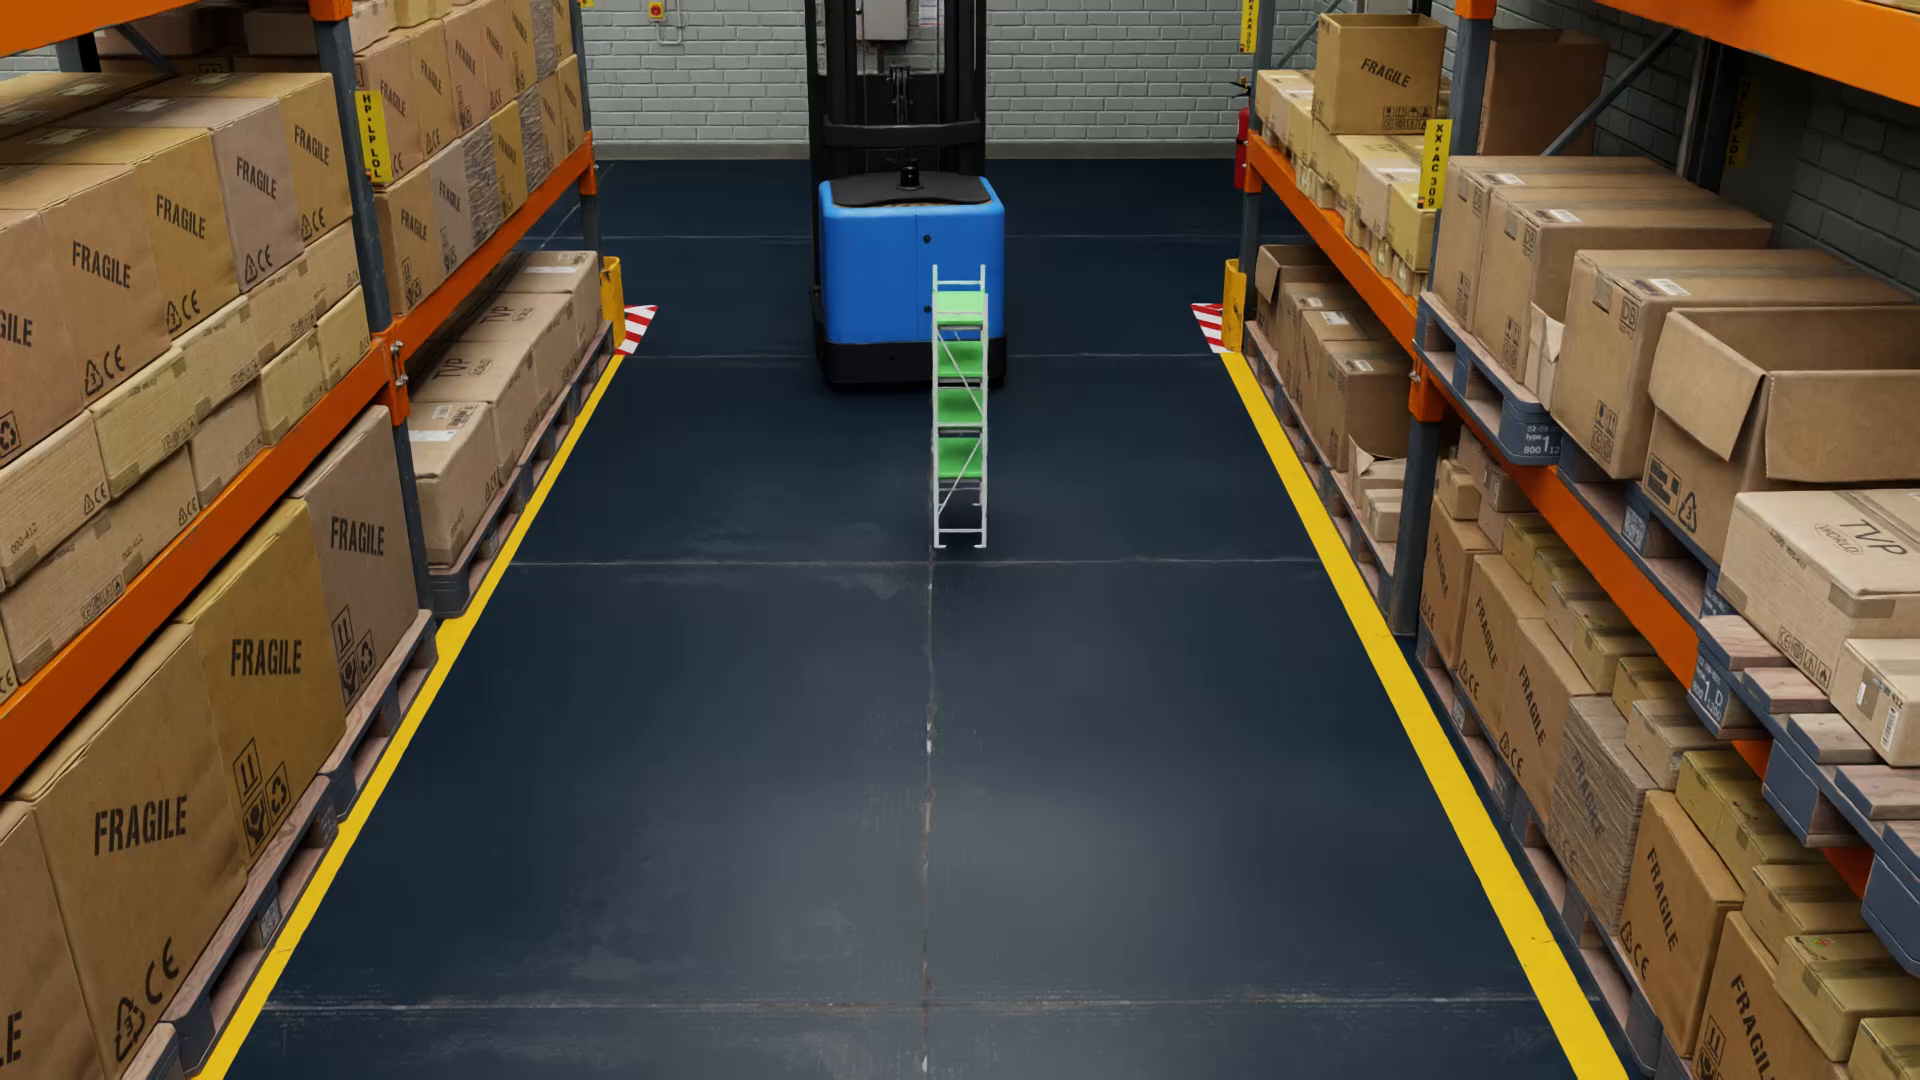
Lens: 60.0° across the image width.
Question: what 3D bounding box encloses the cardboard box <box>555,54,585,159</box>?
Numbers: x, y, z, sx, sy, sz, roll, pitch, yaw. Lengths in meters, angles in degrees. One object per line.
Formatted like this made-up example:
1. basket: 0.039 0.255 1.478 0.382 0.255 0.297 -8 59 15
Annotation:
1. cardboard box: -2.448 -2.463 9.433 0.500 0.500 0.500 0 24 0

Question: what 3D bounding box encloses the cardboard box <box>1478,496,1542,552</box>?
1. cardboard box: 2.107 -0.075 6.013 0.380 0.149 0.250 -1 24 -2

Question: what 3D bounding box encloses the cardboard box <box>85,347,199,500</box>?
1. cardboard box: -2.380 -0.315 4.381 0.500 0.250 0.500 0 24 0

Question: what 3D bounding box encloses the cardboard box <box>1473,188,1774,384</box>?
1. cardboard box: 2.076 -0.813 5.277 0.700 0.500 0.500 0 24 0

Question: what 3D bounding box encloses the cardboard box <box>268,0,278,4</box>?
1. cardboard box: -2.883 -2.100 6.632 0.380 0.149 0.250 0 24 0

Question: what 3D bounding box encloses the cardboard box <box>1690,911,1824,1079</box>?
1. cardboard box: 2.118 1.226 3.923 0.500 0.500 0.500 -1 24 -1

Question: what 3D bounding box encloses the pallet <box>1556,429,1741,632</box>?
1. pallet: 2.307 -0.056 4.466 1.003 0.211 1.213 0 24 -1

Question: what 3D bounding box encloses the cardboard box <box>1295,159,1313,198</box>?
1. cardboard box: 1.939 -1.856 8.519 0.380 0.149 0.250 -1 24 -2

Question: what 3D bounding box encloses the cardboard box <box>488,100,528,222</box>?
1. cardboard box: -2.424 -1.831 8.037 0.500 0.500 0.500 0 24 1

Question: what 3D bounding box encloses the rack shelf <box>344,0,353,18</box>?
1. rack shelf: -2.696 -2.829 7.599 1.077 0.370 4.000 0 24 -1

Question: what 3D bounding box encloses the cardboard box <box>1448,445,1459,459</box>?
1. cardboard box: 2.513 -0.334 7.799 0.380 0.149 0.250 -1 24 -1

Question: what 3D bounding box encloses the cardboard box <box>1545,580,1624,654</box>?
1. cardboard box: 2.103 0.246 5.302 0.380 0.149 0.250 0 24 -1

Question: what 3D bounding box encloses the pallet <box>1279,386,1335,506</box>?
1. pallet: 2.266 -0.506 8.614 1.003 0.211 1.213 0 24 -1

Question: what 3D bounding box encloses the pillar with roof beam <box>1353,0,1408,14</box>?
1. pillar with roof beam: -1.188 -6.468 11.130 9.100 9.000 0.400 0 24 -1

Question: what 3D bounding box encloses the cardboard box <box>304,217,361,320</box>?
1. cardboard box: -2.427 -0.945 5.775 0.500 0.250 0.500 0 24 -1

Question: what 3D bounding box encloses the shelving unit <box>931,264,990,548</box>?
1. shelving unit: -0.002 -0.615 7.654 0.258 1.200 0.503 0 24 -1

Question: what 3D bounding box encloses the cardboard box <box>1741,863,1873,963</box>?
1. cardboard box: 2.081 0.887 3.886 0.380 0.149 0.250 -1 24 -2

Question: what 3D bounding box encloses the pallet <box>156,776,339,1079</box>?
1. pallet: -2.575 1.126 5.005 1.003 0.211 1.213 0 24 -1

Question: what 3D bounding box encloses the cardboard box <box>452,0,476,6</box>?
1. cardboard box: -2.416 -2.522 7.564 0.380 0.149 0.250 0 24 0

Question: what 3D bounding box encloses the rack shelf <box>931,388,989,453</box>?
1. rack shelf: -0.002 -0.557 7.680 0.258 0.148 0.480 0 24 -1

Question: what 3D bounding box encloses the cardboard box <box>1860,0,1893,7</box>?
1. cardboard box: 2.072 -1.264 3.447 0.500 0.250 0.500 0 24 -1

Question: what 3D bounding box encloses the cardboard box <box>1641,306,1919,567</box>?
1. cardboard box: 2.130 -0.252 4.032 0.797 0.503 0.637 -1 24 -2

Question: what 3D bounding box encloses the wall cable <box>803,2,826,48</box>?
1. wall cable: -1.385 -5.412 14.843 0.588 1.984 0.122 0 24 -1

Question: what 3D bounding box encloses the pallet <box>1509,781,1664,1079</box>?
1. pallet: 2.352 1.119 5.019 1.003 0.211 1.213 0 24 -1

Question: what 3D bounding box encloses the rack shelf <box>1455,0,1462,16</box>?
1. rack shelf: 2.267 -2.853 7.652 1.077 0.370 4.000 0 24 -1

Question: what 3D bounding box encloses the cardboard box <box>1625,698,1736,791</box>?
1. cardboard box: 2.087 0.561 4.606 0.380 0.149 0.250 -1 24 -3

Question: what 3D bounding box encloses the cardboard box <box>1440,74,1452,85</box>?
1. cardboard box: 2.515 -2.517 9.497 0.500 0.250 0.500 0 24 1

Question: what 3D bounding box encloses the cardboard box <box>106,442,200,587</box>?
1. cardboard box: -2.417 -0.084 4.477 0.500 0.250 0.500 0 24 -1

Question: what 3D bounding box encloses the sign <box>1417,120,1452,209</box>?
1. sign: 1.746 -1.379 6.108 0.100 0.325 0.005 0 24 -1

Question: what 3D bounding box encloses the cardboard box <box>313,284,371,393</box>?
1. cardboard box: -2.418 -0.714 5.871 0.500 0.250 0.500 -1 24 -2

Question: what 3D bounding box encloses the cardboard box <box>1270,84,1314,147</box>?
1. cardboard box: 1.986 -2.310 9.038 0.500 0.250 0.500 0 24 0

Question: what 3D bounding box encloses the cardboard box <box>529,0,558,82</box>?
1. cardboard box: -2.440 -2.703 8.751 0.500 0.500 0.500 0 24 0

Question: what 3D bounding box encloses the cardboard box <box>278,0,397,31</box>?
1. cardboard box: -2.482 -2.105 6.642 0.380 0.149 0.250 -1 24 -1

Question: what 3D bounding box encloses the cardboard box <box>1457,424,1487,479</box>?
1. cardboard box: 2.087 -0.325 6.204 0.380 0.149 0.250 -1 24 -1

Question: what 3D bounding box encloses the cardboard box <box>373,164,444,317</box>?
1. cardboard box: -2.418 -1.206 6.656 0.500 0.500 0.500 1 24 1

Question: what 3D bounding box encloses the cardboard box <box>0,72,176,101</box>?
1. cardboard box: -2.957 -1.285 5.616 0.500 0.500 0.500 0 24 0

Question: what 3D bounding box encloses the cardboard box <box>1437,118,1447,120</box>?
1. cardboard box: 2.526 -1.885 8.099 0.500 0.250 0.500 0 24 -1

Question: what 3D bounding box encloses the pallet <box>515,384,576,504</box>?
1. pallet: -2.621 -0.513 8.629 1.003 0.211 1.213 0 24 -1

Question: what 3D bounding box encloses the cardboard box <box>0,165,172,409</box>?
1. cardboard box: -2.399 -0.649 4.210 0.500 0.500 0.500 0 24 0

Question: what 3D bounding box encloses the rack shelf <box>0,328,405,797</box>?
1. rack shelf: -2.653 0.186 4.573 1.077 0.370 4.000 0 24 -1

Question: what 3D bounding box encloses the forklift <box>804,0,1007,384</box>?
1. forklift: -0.415 -2.805 10.396 1.130 2.935 3.031 -3 24 -6

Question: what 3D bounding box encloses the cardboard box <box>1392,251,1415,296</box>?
1. cardboard box: 2.008 -1.113 6.876 0.380 0.149 0.250 0 24 1

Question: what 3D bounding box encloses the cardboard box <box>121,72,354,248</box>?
1. cardboard box: -2.419 -1.284 5.615 0.500 0.500 0.500 1 24 1

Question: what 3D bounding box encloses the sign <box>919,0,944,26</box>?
1. sign: -0.209 -4.932 15.129 0.329 0.494 0.001 0 24 -1

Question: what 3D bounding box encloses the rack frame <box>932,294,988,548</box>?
1. rack frame: 0.001 -0.514 7.431 0.240 1.200 0.015 0 24 -1

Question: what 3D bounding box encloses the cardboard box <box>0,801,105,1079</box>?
1. cardboard box: -2.555 1.174 3.584 0.875 0.875 0.875 0 24 -1

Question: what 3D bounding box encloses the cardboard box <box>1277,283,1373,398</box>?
1. cardboard box: 2.127 -1.086 9.035 0.700 0.500 0.500 1 24 2

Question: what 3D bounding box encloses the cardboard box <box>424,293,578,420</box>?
1. cardboard box: -2.593 -0.990 8.898 0.875 0.438 0.875 0 24 1

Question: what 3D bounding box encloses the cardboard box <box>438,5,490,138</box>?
1. cardboard box: -2.431 -2.084 7.383 0.500 0.500 0.500 0 24 0

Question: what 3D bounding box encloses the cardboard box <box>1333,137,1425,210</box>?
1. cardboard box: 2.027 -1.678 7.641 0.500 0.250 0.500 0 24 -1

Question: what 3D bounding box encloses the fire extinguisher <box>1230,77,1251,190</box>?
1. fire extinguisher: 1.781 -2.492 10.166 0.296 0.674 0.183 0 24 -1

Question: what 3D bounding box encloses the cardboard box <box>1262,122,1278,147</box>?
1. cardboard box: 1.974 -2.387 9.693 0.380 0.149 0.250 0 24 -1

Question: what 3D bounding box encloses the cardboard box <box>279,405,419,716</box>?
1. cardboard box: -2.588 0.066 6.034 0.875 0.875 0.875 0 24 1

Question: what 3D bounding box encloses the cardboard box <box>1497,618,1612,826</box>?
1. cardboard box: 2.086 0.583 5.345 0.500 0.500 0.500 -1 24 -2

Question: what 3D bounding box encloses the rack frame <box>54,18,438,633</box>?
1. rack frame: -2.675 -0.966 6.246 1.000 3.000 0.127 0 24 -1

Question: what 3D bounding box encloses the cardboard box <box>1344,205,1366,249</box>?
1. cardboard box: 1.975 -1.433 7.584 0.380 0.149 0.250 -1 24 -1
